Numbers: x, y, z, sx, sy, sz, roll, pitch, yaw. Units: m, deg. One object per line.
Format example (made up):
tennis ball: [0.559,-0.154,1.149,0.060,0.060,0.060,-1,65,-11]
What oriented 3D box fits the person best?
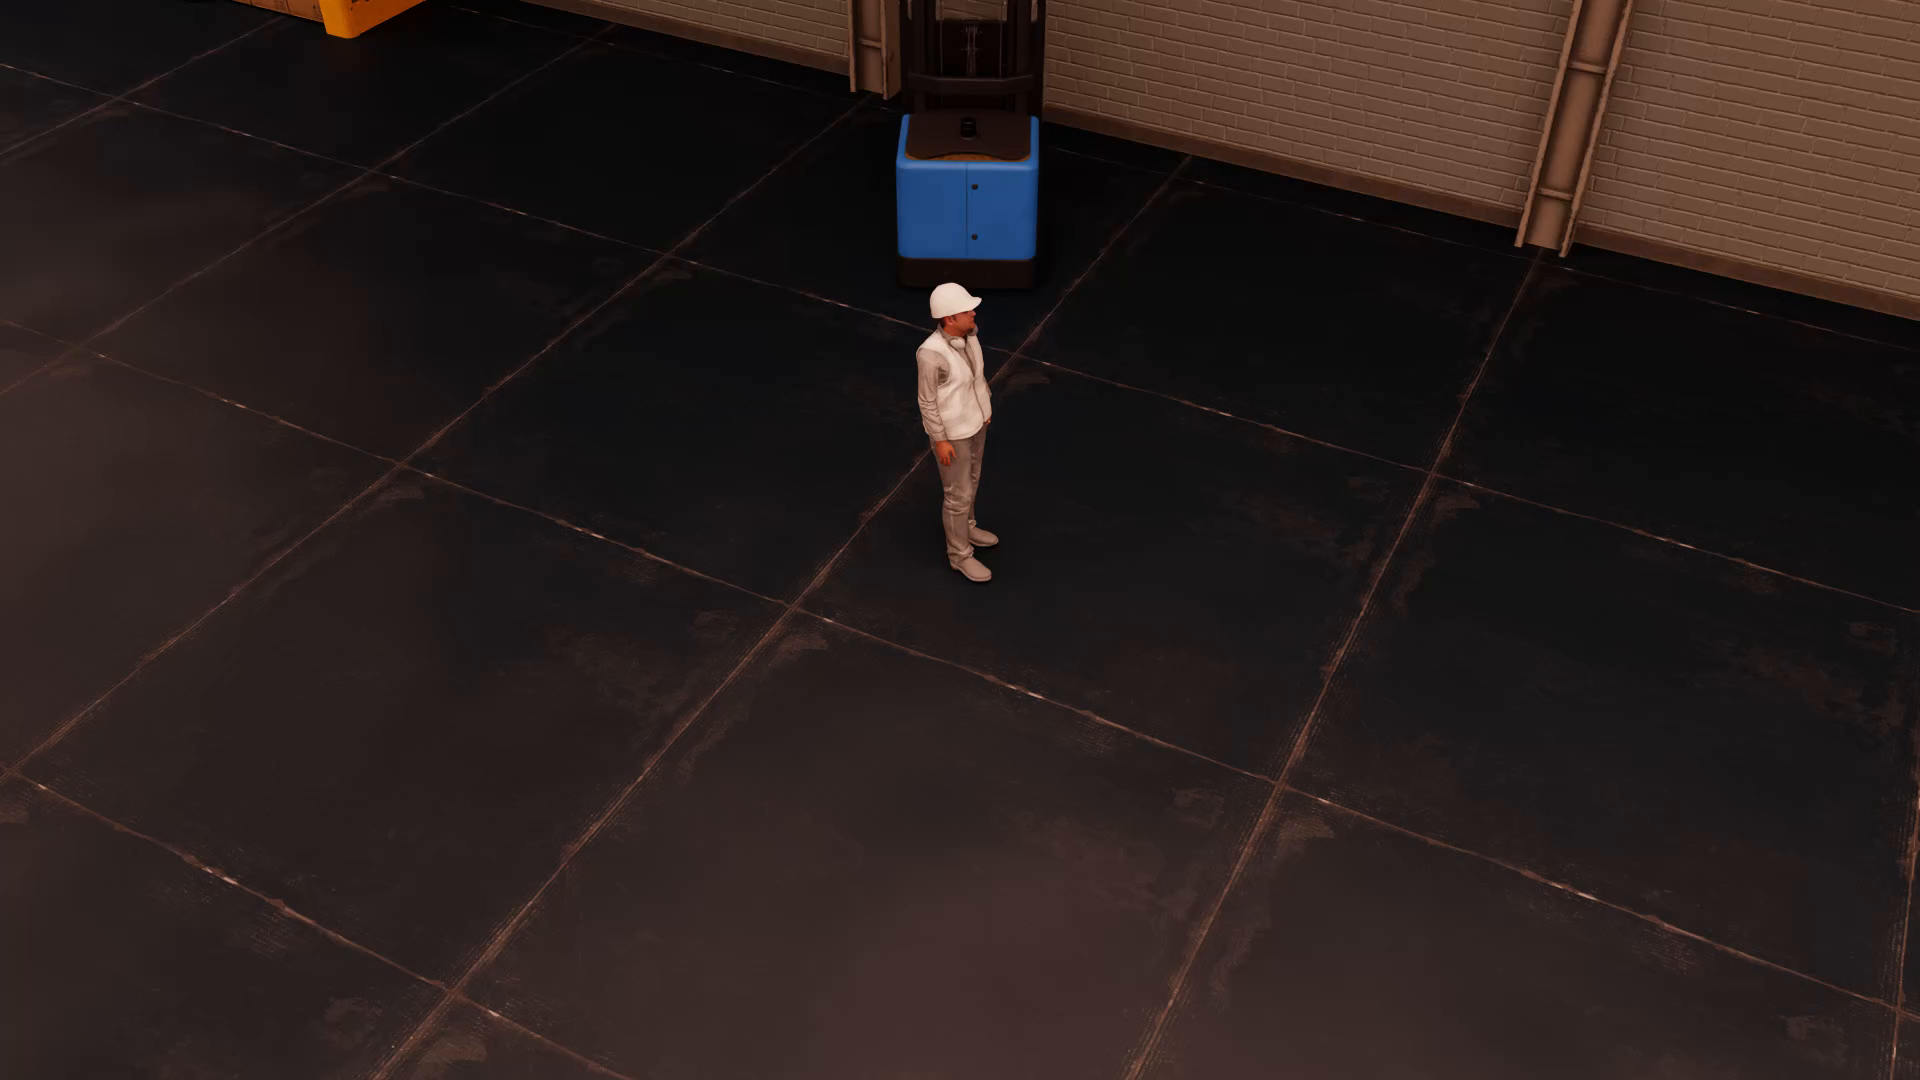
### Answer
person: [0.053,-0.661,9.659,0.566,1.775,0.633,18,43,21]

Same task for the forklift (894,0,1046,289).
forklift: [0.102,-3.917,12.638,1.130,2.935,3.031,1,40,2]
